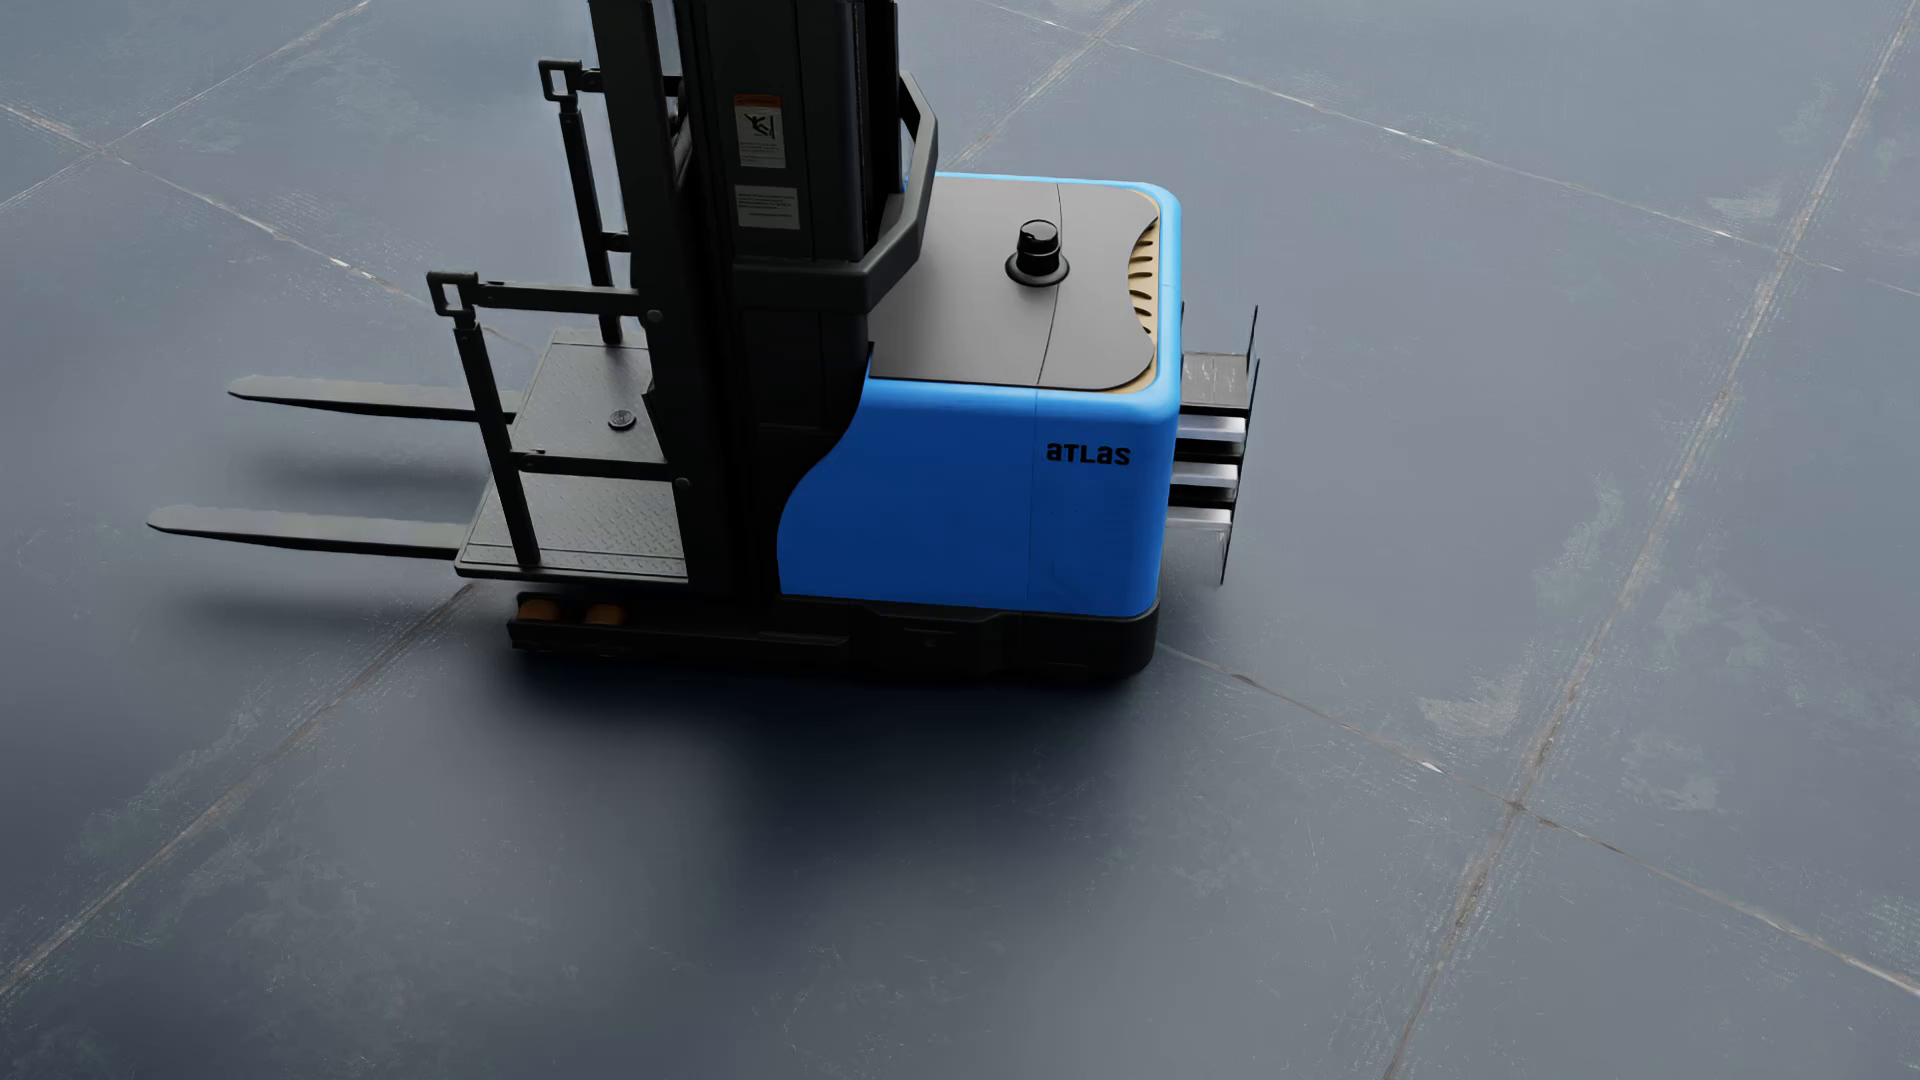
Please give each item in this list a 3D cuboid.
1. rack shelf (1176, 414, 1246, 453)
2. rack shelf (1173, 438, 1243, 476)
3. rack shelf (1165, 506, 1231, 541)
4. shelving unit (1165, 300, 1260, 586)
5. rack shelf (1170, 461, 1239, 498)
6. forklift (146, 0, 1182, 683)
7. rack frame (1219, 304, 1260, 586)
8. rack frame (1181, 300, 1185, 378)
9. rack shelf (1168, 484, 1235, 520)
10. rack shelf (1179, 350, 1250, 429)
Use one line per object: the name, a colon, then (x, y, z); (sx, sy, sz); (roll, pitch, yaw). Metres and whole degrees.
rack shelf: (0.715, -0.368, 4.779); (0.200, 0.077, 0.258); (4, 46, 4)
rack shelf: (0.715, -0.305, 4.843); (0.200, 0.077, 0.258); (4, 46, 4)
rack shelf: (0.715, -0.117, 5.037); (0.200, 0.077, 0.258); (4, 46, 4)
shelving unit: (0.715, -0.266, 4.884); (0.210, 0.900, 0.258); (4, 46, 4)
rack shelf: (0.715, -0.243, 4.908); (0.200, 0.077, 0.258); (4, 46, 4)
forklift: (-0.906, -1.049, 4.229); (3.031, 2.935, 1.130); (4, 46, 4)
rack frame: (0.816, -0.259, 4.877); (0.006, 0.900, 0.240); (4, 46, 4)
rack frame: (0.614, -0.273, 4.890); (0.006, 0.900, 0.240); (4, 46, 4)
rack shelf: (0.715, -0.180, 4.972); (0.200, 0.077, 0.258); (4, 46, 4)
rack shelf: (0.715, -0.431, 4.714); (0.200, 0.077, 0.258); (4, 46, 4)
